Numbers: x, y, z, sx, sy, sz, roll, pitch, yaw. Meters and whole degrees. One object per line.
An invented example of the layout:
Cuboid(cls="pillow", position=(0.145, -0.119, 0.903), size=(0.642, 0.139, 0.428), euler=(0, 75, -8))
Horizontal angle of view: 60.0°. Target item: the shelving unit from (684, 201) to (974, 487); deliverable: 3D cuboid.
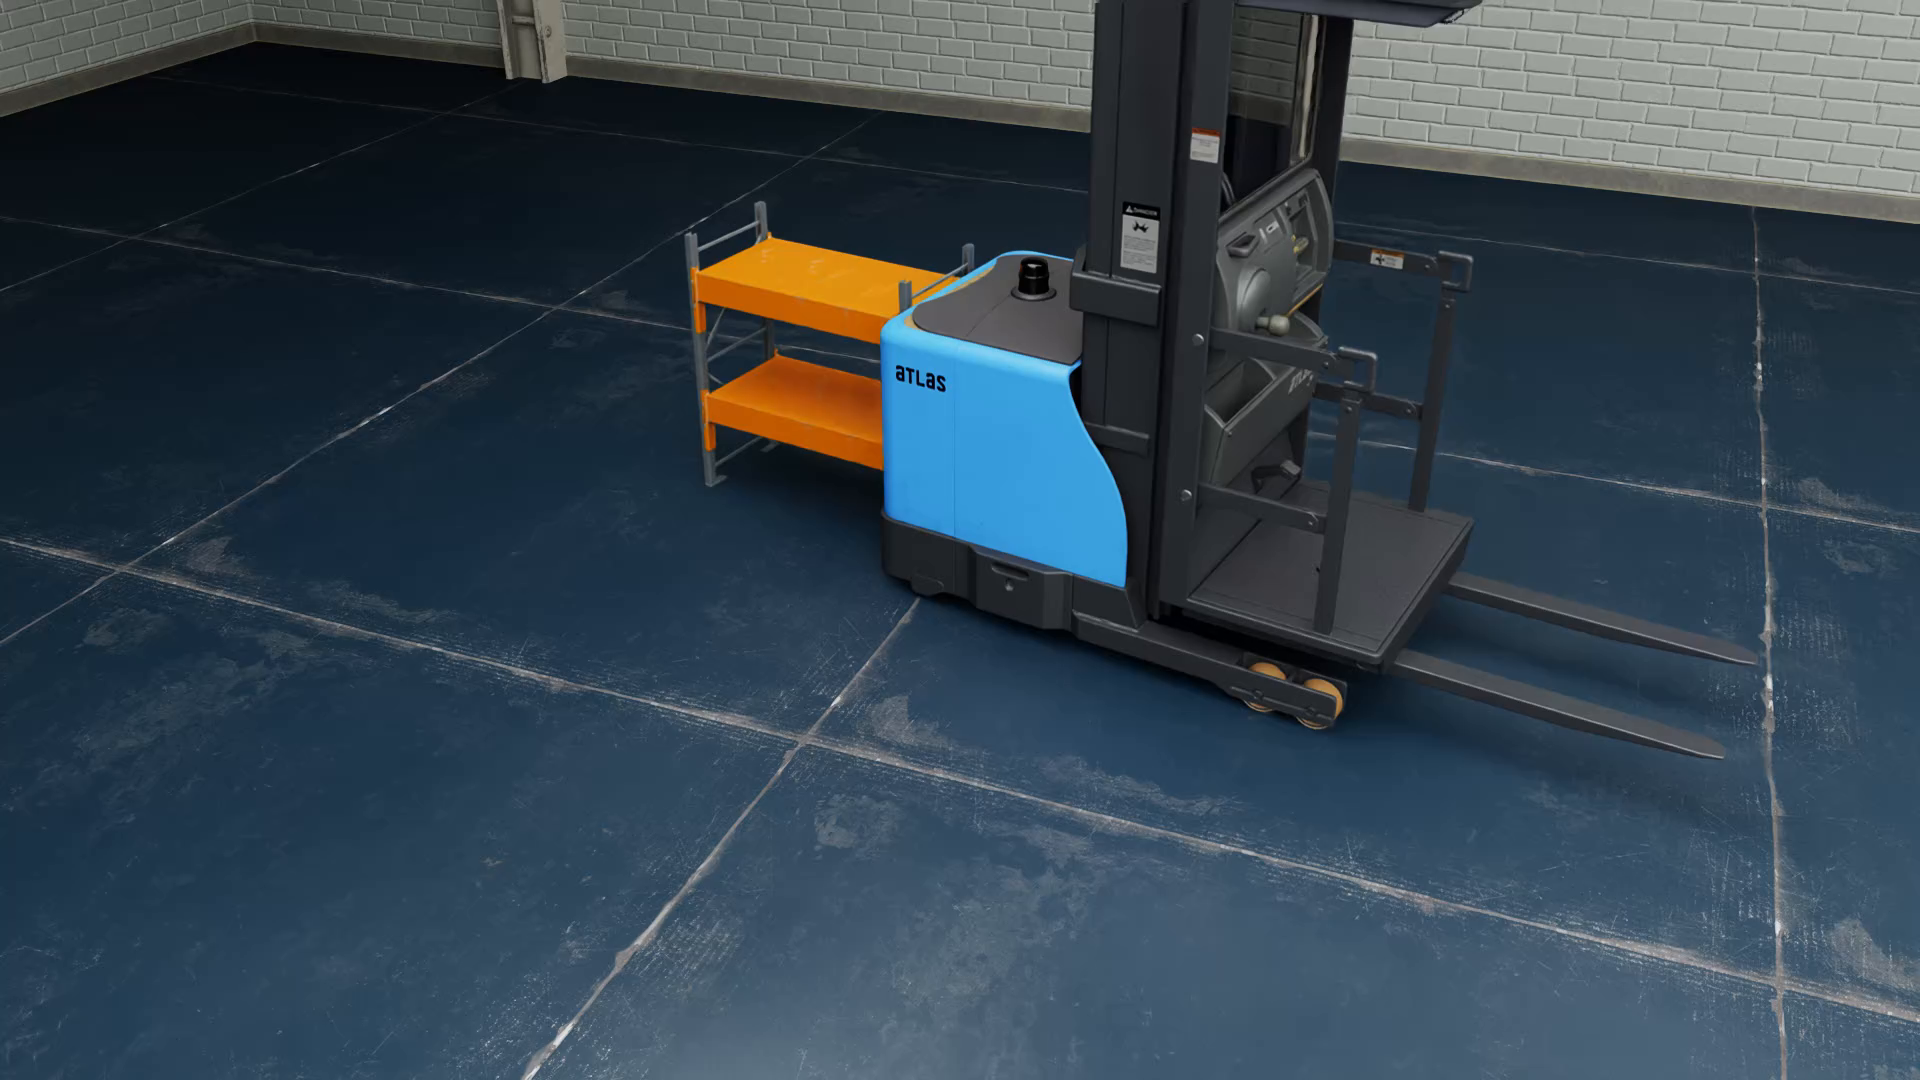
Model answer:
Cuboid(cls="shelving unit", position=(-0.520, -0.695, 6.837), size=(1.048, 1.125, 0.538), euler=(17, 33, 27))

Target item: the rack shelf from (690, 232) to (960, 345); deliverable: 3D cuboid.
Cuboid(cls="rack shelf", position=(-0.520, -0.950, 6.693), size=(1.000, 0.278, 0.538), euler=(17, 33, 27))

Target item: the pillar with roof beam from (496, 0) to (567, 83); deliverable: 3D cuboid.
Cuboid(cls="pillar with roof beam", position=(-5.000, -5.668, 7.632), size=(0.400, 9.000, 9.100), euler=(11, 31, 19))

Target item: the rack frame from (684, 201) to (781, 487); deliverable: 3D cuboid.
Cuboid(cls="rack frame", position=(-0.955, -0.825, 7.066), size=(0.032, 1.125, 0.500), euler=(17, 33, 27))

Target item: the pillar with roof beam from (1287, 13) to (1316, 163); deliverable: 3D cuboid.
Cuboid(cls="pillar with roof beam", position=(0.560, -4.558, 5.668), size=(0.400, 9.000, 9.100), euler=(11, 31, 19))

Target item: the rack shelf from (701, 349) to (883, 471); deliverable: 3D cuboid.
Cuboid(cls="rack shelf", position=(-0.520, -0.482, 6.957), size=(1.000, 0.278, 0.538), euler=(17, 33, 27))

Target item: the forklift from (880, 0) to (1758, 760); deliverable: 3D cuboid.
Cuboid(cls="forklift", position=(1.224, -0.936, 5.427), size=(3.031, 2.935, 1.130), euler=(17, 33, 27))

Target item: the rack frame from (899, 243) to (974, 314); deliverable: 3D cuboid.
Cuboid(cls="rack frame", position=(-0.085, -0.566, 6.608), size=(0.032, 1.125, 0.500), euler=(17, 33, 27))
